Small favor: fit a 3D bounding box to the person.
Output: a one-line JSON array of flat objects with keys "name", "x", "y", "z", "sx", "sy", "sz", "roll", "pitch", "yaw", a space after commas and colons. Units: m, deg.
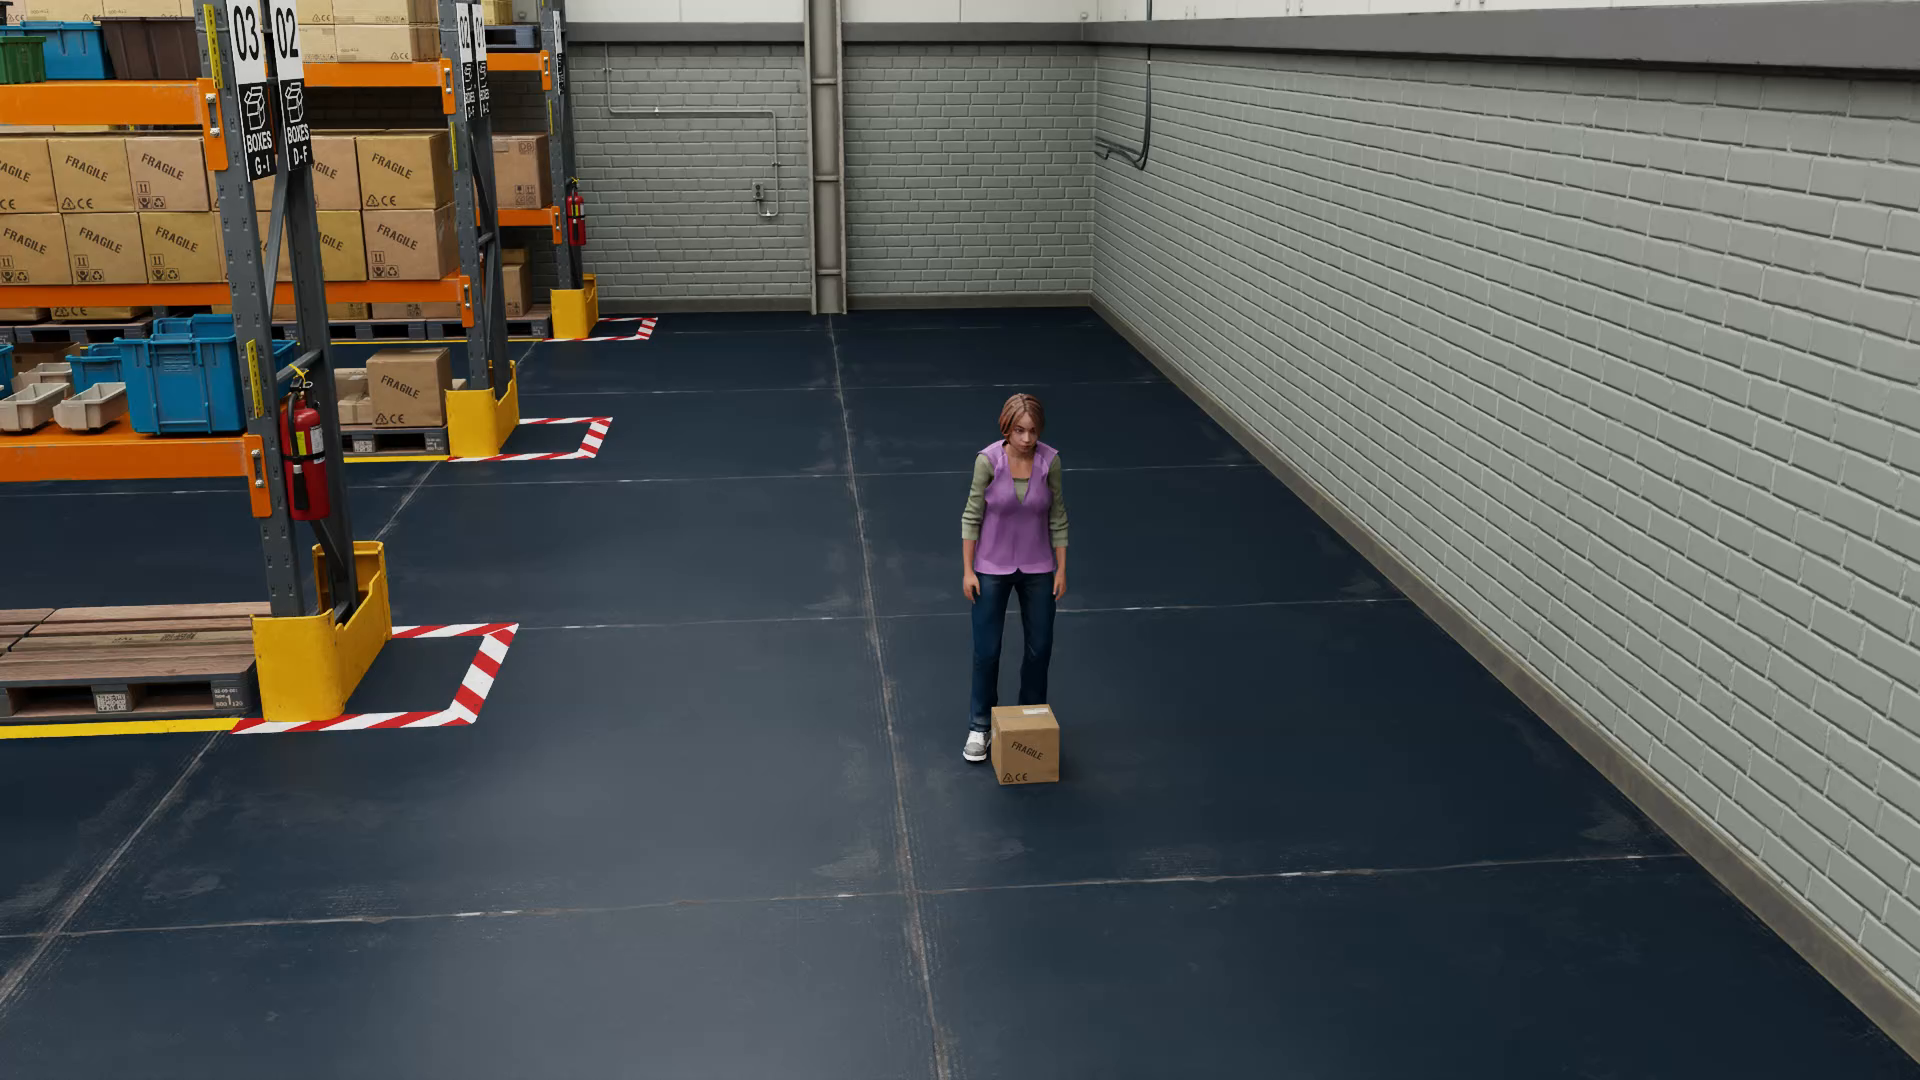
[{"name": "person", "x": 0.234, "y": 0.245, "z": 7.103, "sx": 0.460, "sy": 1.392, "sz": 0.341, "roll": -2, "pitch": 17, "yaw": -7}]
